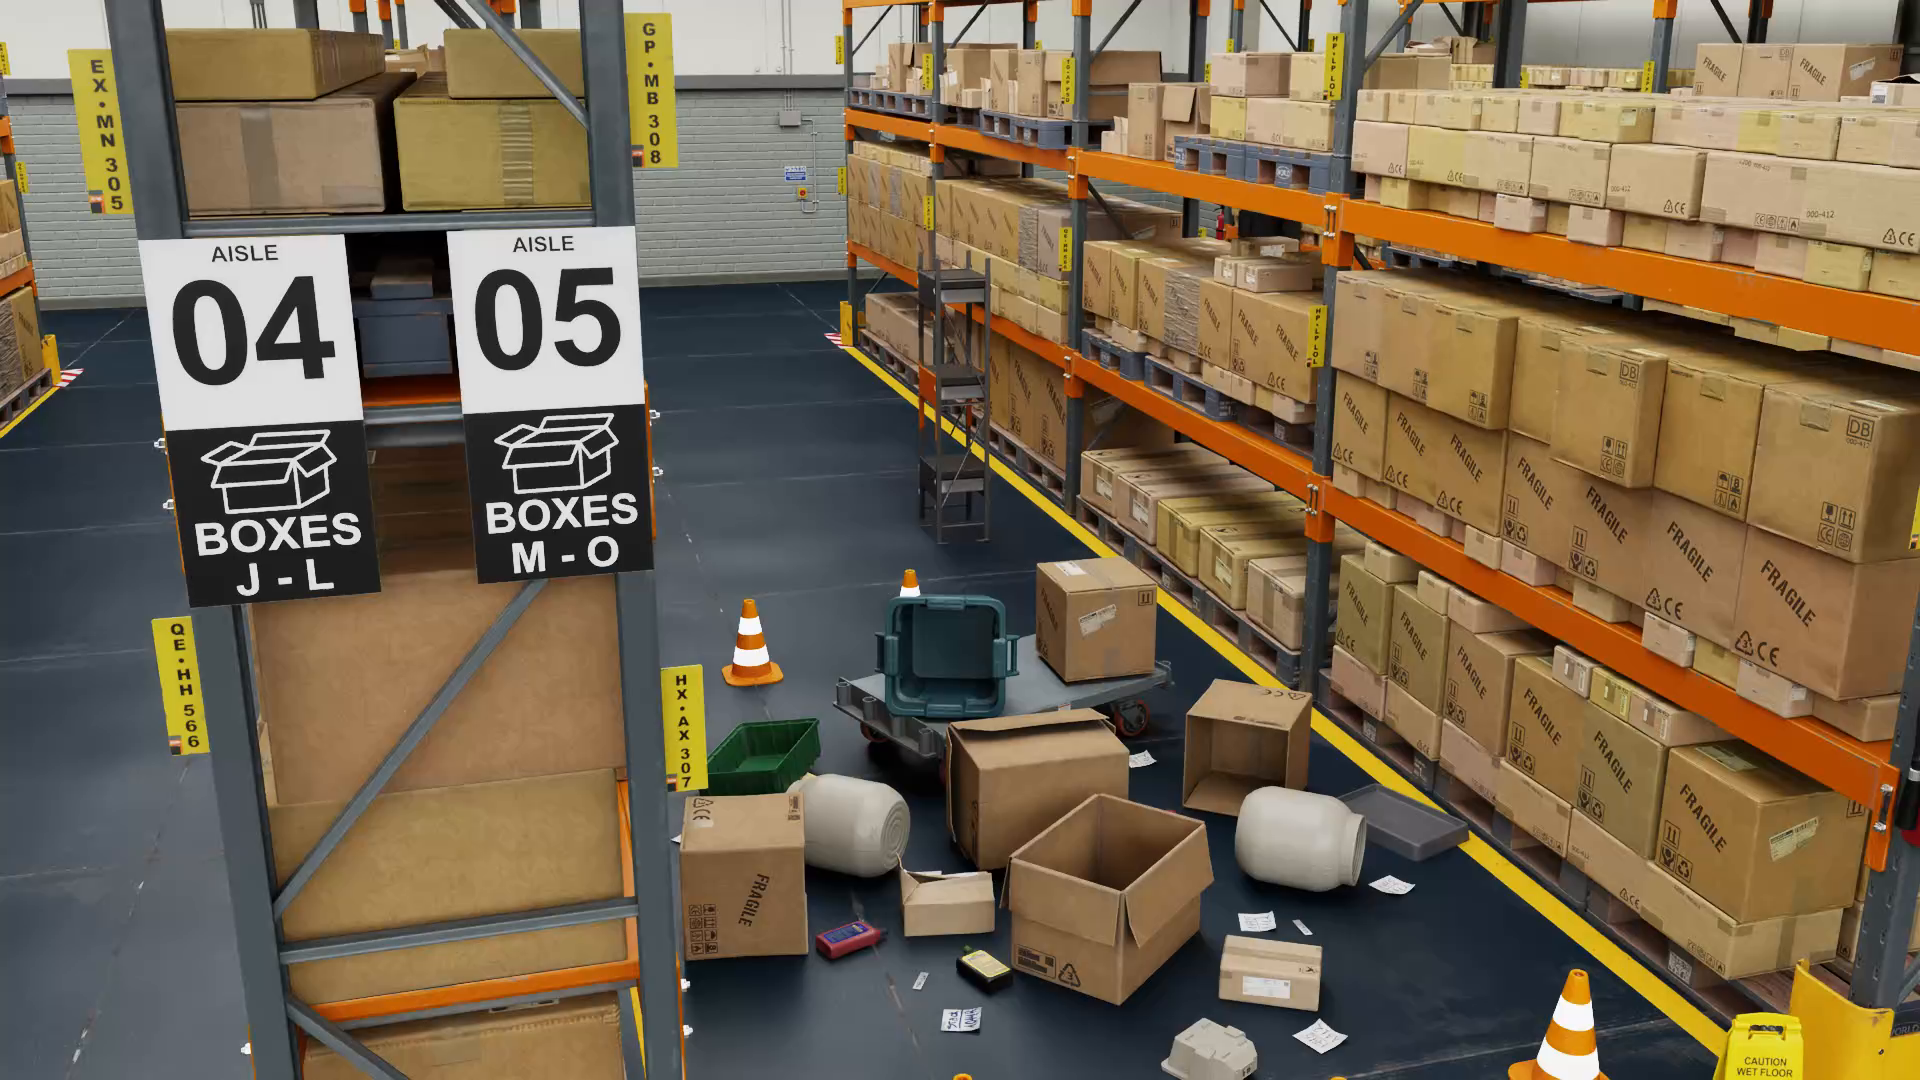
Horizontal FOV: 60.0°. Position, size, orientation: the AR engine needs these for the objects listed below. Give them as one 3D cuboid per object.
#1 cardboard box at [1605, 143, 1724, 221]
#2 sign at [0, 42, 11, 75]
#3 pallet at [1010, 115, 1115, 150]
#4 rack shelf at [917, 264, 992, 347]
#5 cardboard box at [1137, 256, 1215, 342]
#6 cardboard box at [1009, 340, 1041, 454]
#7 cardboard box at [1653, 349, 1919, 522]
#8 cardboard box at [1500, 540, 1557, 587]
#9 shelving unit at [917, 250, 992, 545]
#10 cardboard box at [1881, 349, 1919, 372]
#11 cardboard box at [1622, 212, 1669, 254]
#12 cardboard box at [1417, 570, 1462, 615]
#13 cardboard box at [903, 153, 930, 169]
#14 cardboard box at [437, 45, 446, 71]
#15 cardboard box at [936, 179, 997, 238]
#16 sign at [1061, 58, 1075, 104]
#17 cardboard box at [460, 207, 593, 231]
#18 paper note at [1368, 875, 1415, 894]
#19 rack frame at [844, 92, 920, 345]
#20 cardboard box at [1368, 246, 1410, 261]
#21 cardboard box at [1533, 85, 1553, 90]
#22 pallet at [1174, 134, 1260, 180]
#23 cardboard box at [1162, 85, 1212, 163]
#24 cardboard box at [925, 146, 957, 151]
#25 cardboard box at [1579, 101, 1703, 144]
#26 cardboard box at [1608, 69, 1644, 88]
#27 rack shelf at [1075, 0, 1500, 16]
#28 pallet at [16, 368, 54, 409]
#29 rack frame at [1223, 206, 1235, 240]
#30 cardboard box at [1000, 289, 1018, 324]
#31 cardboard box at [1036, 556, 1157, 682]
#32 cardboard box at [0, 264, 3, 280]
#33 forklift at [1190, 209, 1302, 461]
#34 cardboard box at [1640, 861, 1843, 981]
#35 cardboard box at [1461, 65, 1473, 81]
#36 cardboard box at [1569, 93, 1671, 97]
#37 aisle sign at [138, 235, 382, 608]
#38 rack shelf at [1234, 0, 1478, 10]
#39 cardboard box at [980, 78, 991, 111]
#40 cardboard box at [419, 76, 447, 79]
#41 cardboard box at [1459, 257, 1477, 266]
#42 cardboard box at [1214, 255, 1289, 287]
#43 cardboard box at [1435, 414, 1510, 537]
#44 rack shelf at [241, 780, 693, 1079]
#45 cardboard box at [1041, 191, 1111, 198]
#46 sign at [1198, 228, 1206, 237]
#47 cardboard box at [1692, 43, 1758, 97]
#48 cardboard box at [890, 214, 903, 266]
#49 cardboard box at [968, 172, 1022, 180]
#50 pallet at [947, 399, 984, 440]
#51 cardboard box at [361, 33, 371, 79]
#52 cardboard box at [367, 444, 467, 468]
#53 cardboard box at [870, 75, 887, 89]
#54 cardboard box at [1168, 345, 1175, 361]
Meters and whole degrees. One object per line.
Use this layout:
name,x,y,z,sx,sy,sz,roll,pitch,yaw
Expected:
cardboard box,2.840,-1.373,6.338,0.500,0.250,0.500,-4,17,-14
sign,-9.876,-4.967,17.158,0.100,0.325,0.005,-5,17,-15
pallet,1.098,-3.196,12.991,1.213,0.211,1.003,-4,17,-13
rack shelf,-0.045,-1.709,12.105,0.431,0.518,0.480,-5,17,-15
cardboard box,1.529,-1.635,11.259,0.500,0.500,0.500,-4,17,-14
cardboard box,0.974,-1.304,14.542,0.875,0.875,0.875,-4,17,-15
cardboard box,3.042,-0.397,6.130,0.700,0.500,0.500,-5,17,-15
cardboard box,2.642,0.086,7.390,0.380,0.149,0.250,-5,17,-15
shelving unit,-0.045,-1.051,12.302,0.431,2.100,0.503,-5,17,-15
cardboard box,6.663,-1.148,11.322,0.500,0.250,0.500,-5,17,-16
cardboard box,2.832,-1.212,6.496,0.380,0.149,0.250,-5,17,-17
cardboard box,2.447,0.242,8.049,0.380,0.149,0.250,-4,17,-13
cardboard box,-0.382,-3.966,17.401,0.380,0.149,0.250,-5,17,-16
cardboard box,-2.659,-2.531,9.373,0.500,0.500,0.500,-5,17,-15
cardboard box,0.071,-3.165,15.861,0.500,0.500,0.500,-4,17,-15
sign,0.790,-3.356,12.161,0.100,0.325,0.005,-5,17,-15
cardboard box,-0.994,-0.729,3.984,0.380,0.149,0.250,-5,17,-15
paper note,1.908,1.520,7.338,0.142,0.019,0.148,-12,20,-34
rack frame,-0.873,-3.889,20.184,1.000,3.000,0.127,-5,17,-15
cardboard box,4.667,-3.124,18.073,0.380,0.149,0.250,-4,17,-14
cardboard box,5.440,-4.062,15.114,0.380,0.149,0.250,-4,17,-14
pallet,2.070,-2.382,10.280,1.213,0.211,1.003,-5,17,-15
cardboard box,1.772,-2.742,10.973,0.797,0.503,0.637,-5,17,-15
cardboard box,-0.178,-4.294,18.494,0.380,0.149,0.250,-4,17,-14
cardboard box,2.693,-1.653,6.577,0.380,0.149,0.250,-4,17,-14
cardboard box,5.747,-3.920,14.125,0.380,0.149,0.250,-5,18,-17
rack shelf,1.875,-3.460,10.273,1.077,0.370,4.000,-5,17,-15
pallet,-10.107,-1.555,17.261,1.003,0.211,1.213,-5,17,-15
rack frame,3.898,-4.282,21.493,1.000,3.000,0.127,-5,17,-15
cardboard box,0.658,-2.004,14.170,0.500,0.250,0.500,-5,17,-16
cardboard box,0.722,0.414,8.888,0.500,0.500,0.500,-5,17,-15
cardboard box,-9.705,-2.630,16.430,0.380,0.149,0.250,-5,17,-16
forklift,3.130,-2.132,14.456,3.031,2.935,1.130,4,17,12
cardboard box,3.037,1.444,6.481,0.500,0.250,0.500,-5,17,-16
cardboard box,5.052,-4.489,15.985,0.380,0.149,0.250,-4,17,-14
cardboard box,3.050,-1.991,7.702,0.380,0.149,0.250,-4,17,-14
aisle sign,-1.477,-0.245,3.536,0.394,0.787,0.004,-5,17,-15
rack shelf,4.448,-6.256,18.893,1.077,0.370,4.000,-5,17,-15
cardboard box,0.392,-3.822,14.253,0.396,0.266,0.258,-3,17,-11
cardboard box,-1.651,-1.512,5.898,0.500,0.250,0.500,-5,17,-16
cardboard box,5.274,-2.913,16.031,0.700,0.500,0.500,-5,17,-16
cardboard box,1.781,-1.645,10.166,0.380,0.149,0.250,-5,18,-18
cardboard box,2.563,-0.339,7.676,0.500,0.500,0.500,-5,17,-16
rack shelf,-1.757,0.748,5.999,1.077,0.370,4.000,-5,17,-15
cardboard box,1.017,-2.779,14.577,0.500,0.500,0.500,-4,17,-14
sign,1.845,-2.238,12.813,0.100,0.325,0.005,-5,17,-15
cardboard box,6.062,-3.583,12.875,0.500,0.500,0.500,-5,17,-15
cardboard box,-0.446,-3.218,17.777,0.500,0.500,0.500,-5,17,-16
cardboard box,0.328,-3.460,16.844,0.500,0.500,0.500,-5,17,-15
pallet,0.511,-1.239,16.211,1.003,0.211,1.213,-5,17,-15
cardboard box,-2.183,-1.618,5.556,0.380,0.149,0.250,-5,17,-15
cardboard box,-1.535,-0.049,5.263,0.875,0.550,0.550,-5,17,-15
cardboard box,-0.795,-5.135,18.651,0.380,0.149,0.250,-4,17,-13
cardboard box,1.624,-1.279,11.201,0.380,0.149,0.250,-4,17,-13
